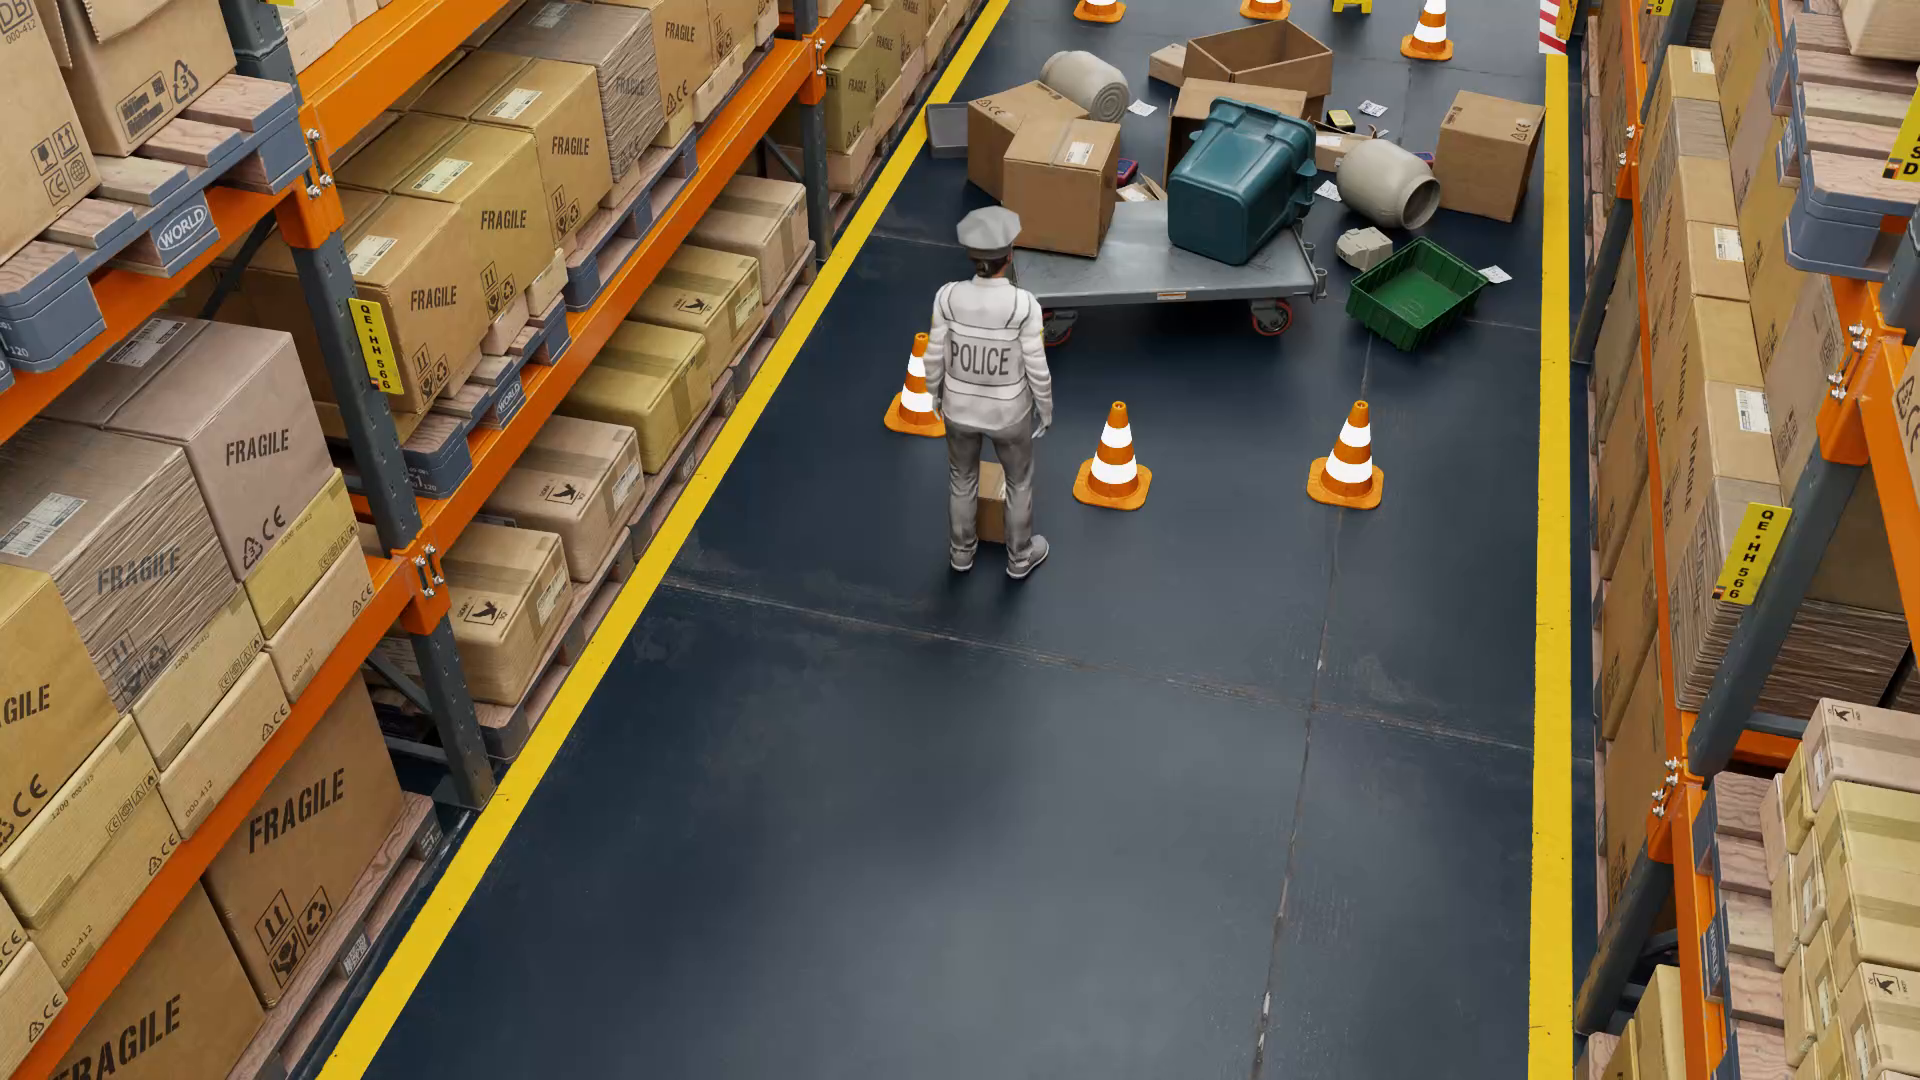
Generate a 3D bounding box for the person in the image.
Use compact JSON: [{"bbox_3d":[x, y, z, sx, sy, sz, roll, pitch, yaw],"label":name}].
[{"bbox_3d":[0.116,-0.543,6.774,0.529,1.663,0.372,10,42,11],"label":"person"}]
